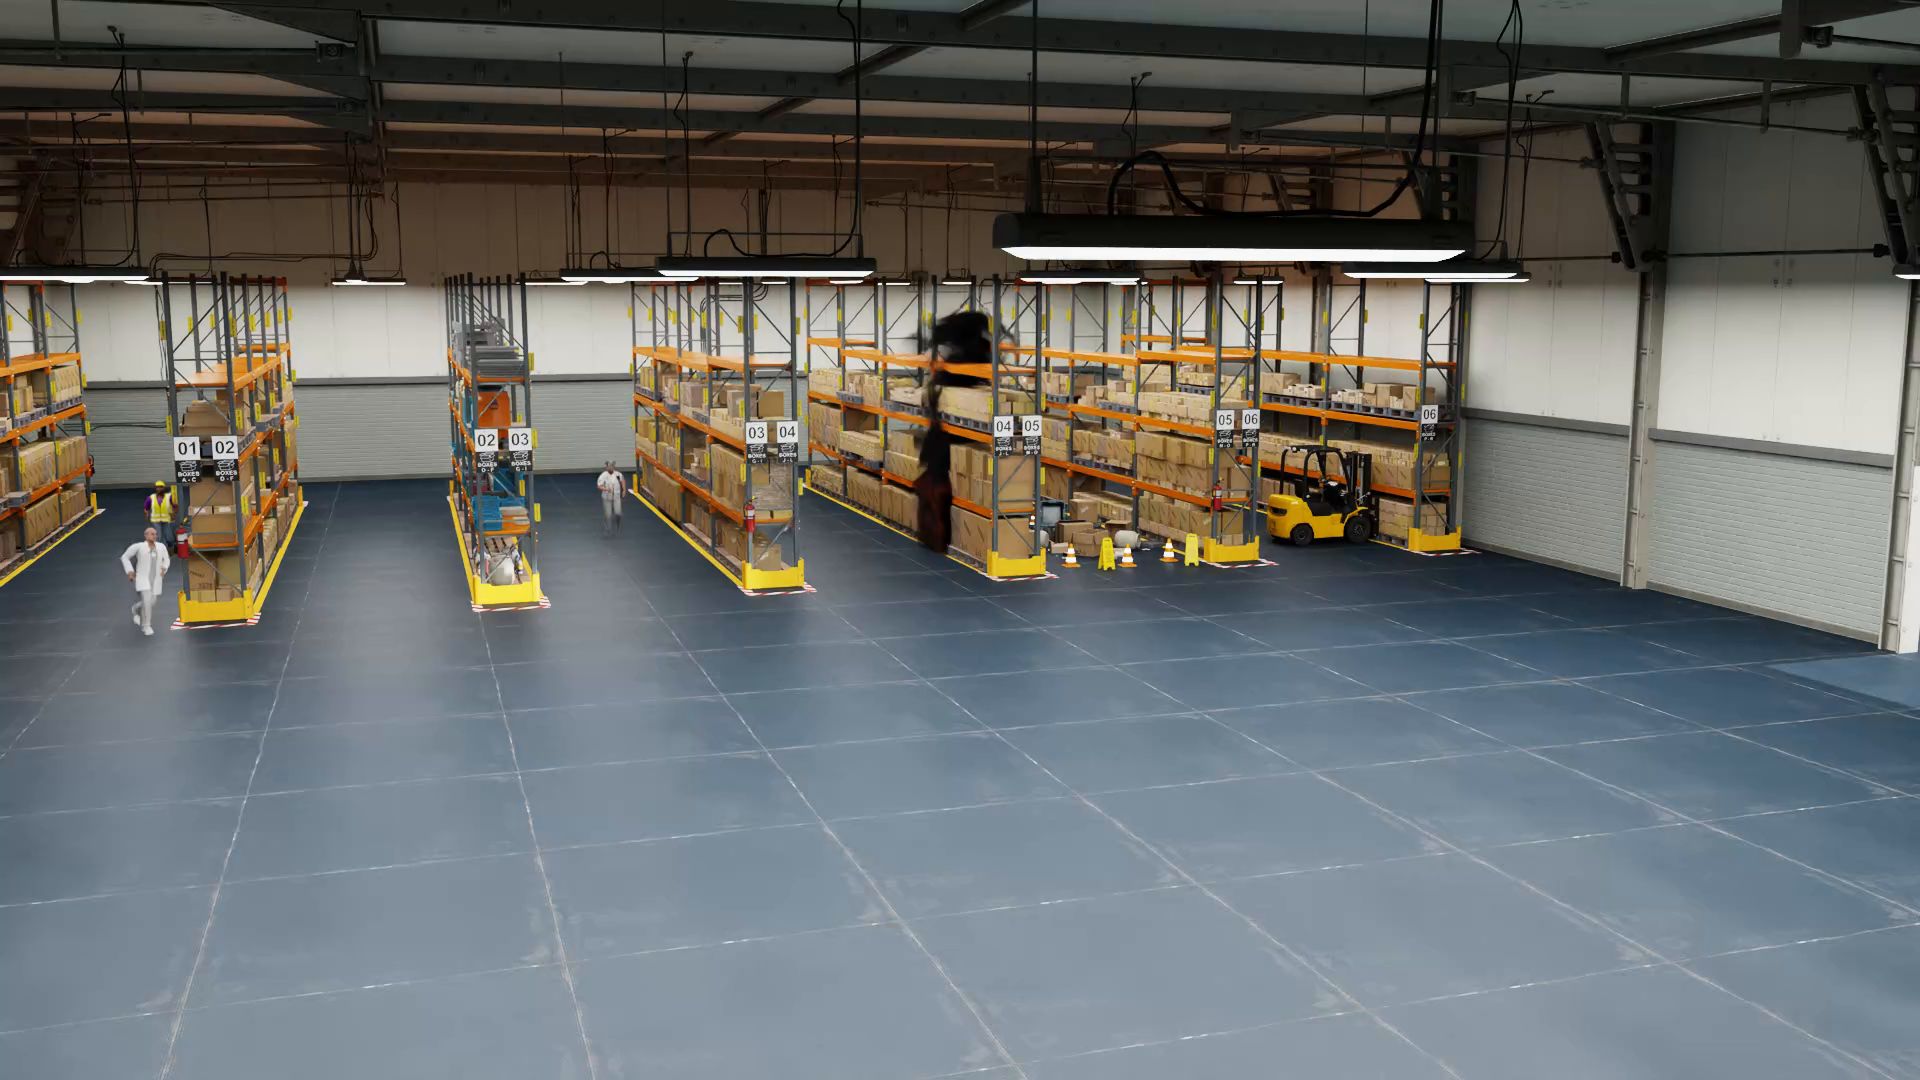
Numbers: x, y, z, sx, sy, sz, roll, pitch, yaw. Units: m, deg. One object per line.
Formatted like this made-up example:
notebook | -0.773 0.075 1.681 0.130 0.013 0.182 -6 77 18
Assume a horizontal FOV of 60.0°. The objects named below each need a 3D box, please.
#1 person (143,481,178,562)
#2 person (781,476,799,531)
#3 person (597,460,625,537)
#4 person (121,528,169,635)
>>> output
person | -16.780 -0.390 34.967 0.698 1.718 0.610 -3 9 -19
person | -4.009 -1.006 39.253 0.588 1.621 0.774 -3 9 -18
person | -8.066 -0.938 38.594 0.680 1.852 0.752 -3 9 -21
person | -13.673 0.665 28.008 0.918 1.748 0.753 7 11 39
